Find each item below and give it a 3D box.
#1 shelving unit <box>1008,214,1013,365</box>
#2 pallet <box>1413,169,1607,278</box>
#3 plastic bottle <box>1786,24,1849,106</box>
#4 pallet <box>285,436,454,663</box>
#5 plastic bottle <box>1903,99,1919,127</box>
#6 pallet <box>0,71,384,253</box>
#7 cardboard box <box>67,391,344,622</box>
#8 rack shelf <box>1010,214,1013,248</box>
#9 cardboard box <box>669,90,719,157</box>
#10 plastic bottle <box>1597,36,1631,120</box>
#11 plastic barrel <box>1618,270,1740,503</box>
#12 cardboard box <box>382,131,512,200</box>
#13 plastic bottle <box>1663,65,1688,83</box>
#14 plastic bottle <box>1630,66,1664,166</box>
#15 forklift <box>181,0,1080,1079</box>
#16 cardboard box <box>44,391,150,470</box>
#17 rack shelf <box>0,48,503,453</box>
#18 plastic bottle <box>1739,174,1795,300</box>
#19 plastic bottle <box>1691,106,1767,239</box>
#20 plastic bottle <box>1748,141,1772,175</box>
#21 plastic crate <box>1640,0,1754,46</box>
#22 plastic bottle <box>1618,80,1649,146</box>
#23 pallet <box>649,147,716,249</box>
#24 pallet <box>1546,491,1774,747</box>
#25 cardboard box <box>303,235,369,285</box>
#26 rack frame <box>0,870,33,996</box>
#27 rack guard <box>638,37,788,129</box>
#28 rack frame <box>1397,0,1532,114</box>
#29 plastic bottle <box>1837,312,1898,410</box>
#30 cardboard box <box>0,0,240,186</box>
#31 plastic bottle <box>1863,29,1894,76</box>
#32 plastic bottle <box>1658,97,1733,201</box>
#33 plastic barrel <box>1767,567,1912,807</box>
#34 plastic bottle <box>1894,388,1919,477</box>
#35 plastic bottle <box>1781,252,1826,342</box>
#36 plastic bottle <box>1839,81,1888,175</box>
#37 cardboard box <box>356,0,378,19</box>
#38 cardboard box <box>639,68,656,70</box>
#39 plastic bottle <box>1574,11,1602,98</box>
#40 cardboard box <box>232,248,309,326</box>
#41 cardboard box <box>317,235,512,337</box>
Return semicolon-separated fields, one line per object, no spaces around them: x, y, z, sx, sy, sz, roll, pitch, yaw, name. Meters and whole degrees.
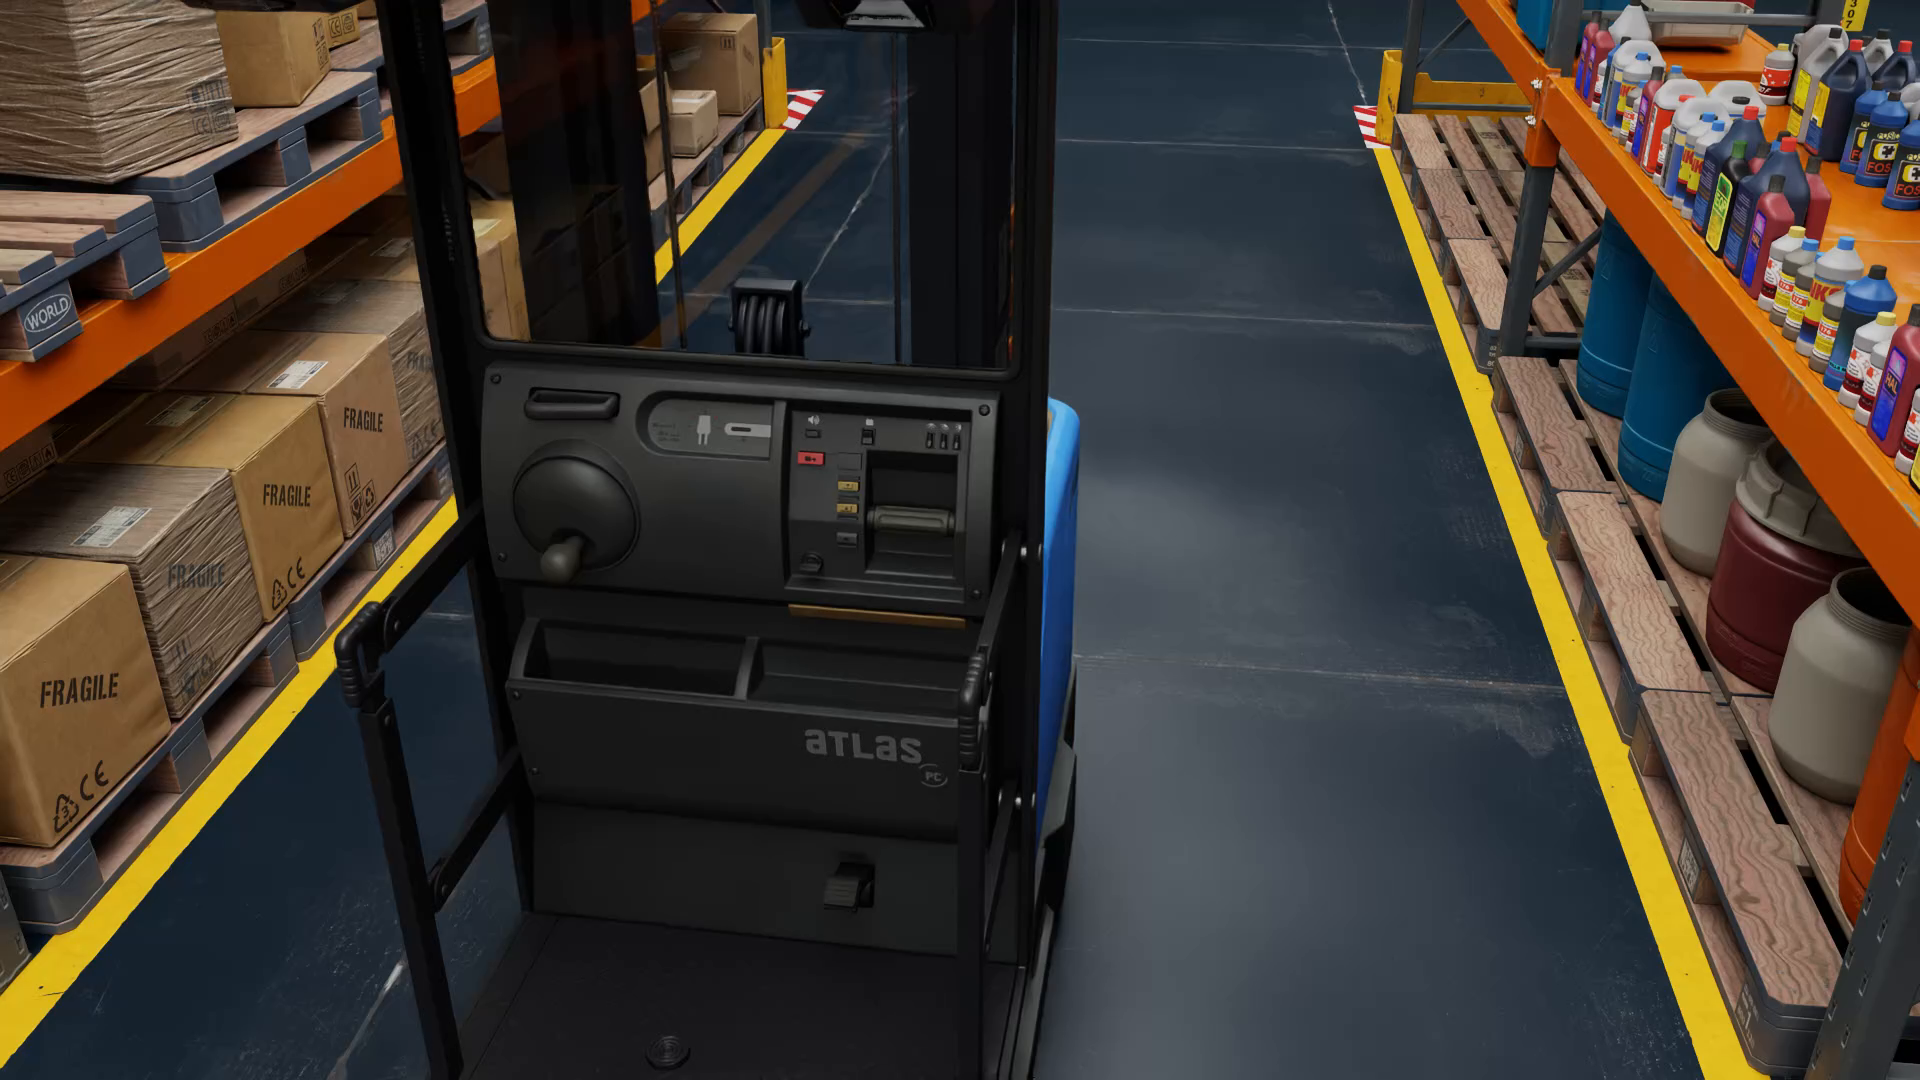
0.020;-0.606;5.610;0.258;1.200;0.503;3;28;6;shelving unit
2.916;-1.624;8.542;1.003;0.211;1.213;3;28;6;pallet
2.990;-1.668;5.815;0.152;0.276;0.135;3;28;6;plastic bottle
-2.407;-0.028;5.580;1.003;0.211;1.213;3;28;6;pallet
2.867;-1.196;4.937;0.152;0.276;0.135;3;28;6;plastic bottle
-2.454;-1.165;4.952;1.003;0.211;1.213;3;28;6;pallet
-2.224;-0.107;4.958;0.500;0.500;0.500;3;28;6;cardboard box
0.020;-0.952;5.424;0.258;0.148;0.480;3;28;6;rack shelf
-1.676;-2.367;9.416;0.500;0.250;0.500;3;28;6;cardboard box
2.225;-1.559;5.616;0.097;0.271;0.097;0;28;0;plastic bottle
2.547;-0.600;5.470;0.600;0.901;0.708;3;28;6;plastic barrel
-2.410;-1.595;7.719;0.500;0.500;0.500;3;28;6;cardboard box
2.364;-1.473;5.531;0.097;0.201;0.097;0;28;0;plastic bottle
2.141;-1.310;5.142;0.061;0.283;0.133;3;28;6;plastic bottle
-0.429;-0.051;2.755;1.130;2.935;3.031;4;29;8;forklift
-2.743;-0.125;4.990;0.500;0.500;0.500;2;28;4;cardboard box
-2.443;-0.959;5.125;1.077;0.370;4.000;3;28;6;rack shelf
1.994;-0.746;4.095;0.061;0.283;0.133;3;28;6;plastic bottle
2.094;-0.998;4.492;0.144;0.351;0.185;3;28;6;plastic bottle
2.093;-0.892;4.367;0.061;0.283;0.133;3;28;6;plastic bottle
2.917;-2.048;6.604;0.396;0.136;0.243;3;28;6;plastic crate
2.185;-1.373;5.345;0.097;0.201;0.097;0;28;0;plastic bottle
-1.966;-1.888;9.032;1.003;0.211;1.213;3;28;6;pallet
2.435;0.237;5.087;1.003;0.211;1.213;3;28;6;pallet
-2.553;-0.845;6.327;0.500;0.500;0.500;4;29;7;cardboard box
-2.688;-0.334;3.207;1.000;3.000;0.127;3;28;6;rack frame
-1.717;-2.963;10.724;1.175;0.500;0.348;3;28;6;rack guard
3.208;-3.810;9.659;1.000;3.000;0.127;3;28;6;rack frame
1.926;-0.380;3.502;0.097;0.201;0.097;0;28;0;plastic bottle
-2.421;-1.285;4.425;0.700;0.500;0.500;9;30;16;cardboard box
2.930;-1.454;5.338;0.144;0.351;0.185;3;28;6;plastic bottle
2.141;-1.132;4.819;0.152;0.276;0.135;3;28;6;plastic bottle
2.251;0.364;4.092;0.421;0.512;0.421;0;28;0;plastic barrel
1.886;-0.225;3.215;0.097;0.201;0.097;0;28;0;plastic bottle
1.974;-0.563;3.842;0.097;0.201;0.097;0;28;0;plastic bottle
2.758;-1.255;5.053;0.097;0.271;0.097;0;28;0;plastic bottle
-2.478;-2.236;6.189;0.700;0.500;0.500;-6;29;-11;cardboard box
-2.100;-2.861;10.440;0.380;0.149;0.250;3;28;6;cardboard box
2.249;-1.728;5.918;0.061;0.283;0.133;3;28;6;plastic bottle
-2.622;-0.956;5.743;0.500;0.250;0.500;3;29;6;cardboard box
-2.043;-0.829;6.298;0.500;0.500;0.500;3;29;6;cardboard box
